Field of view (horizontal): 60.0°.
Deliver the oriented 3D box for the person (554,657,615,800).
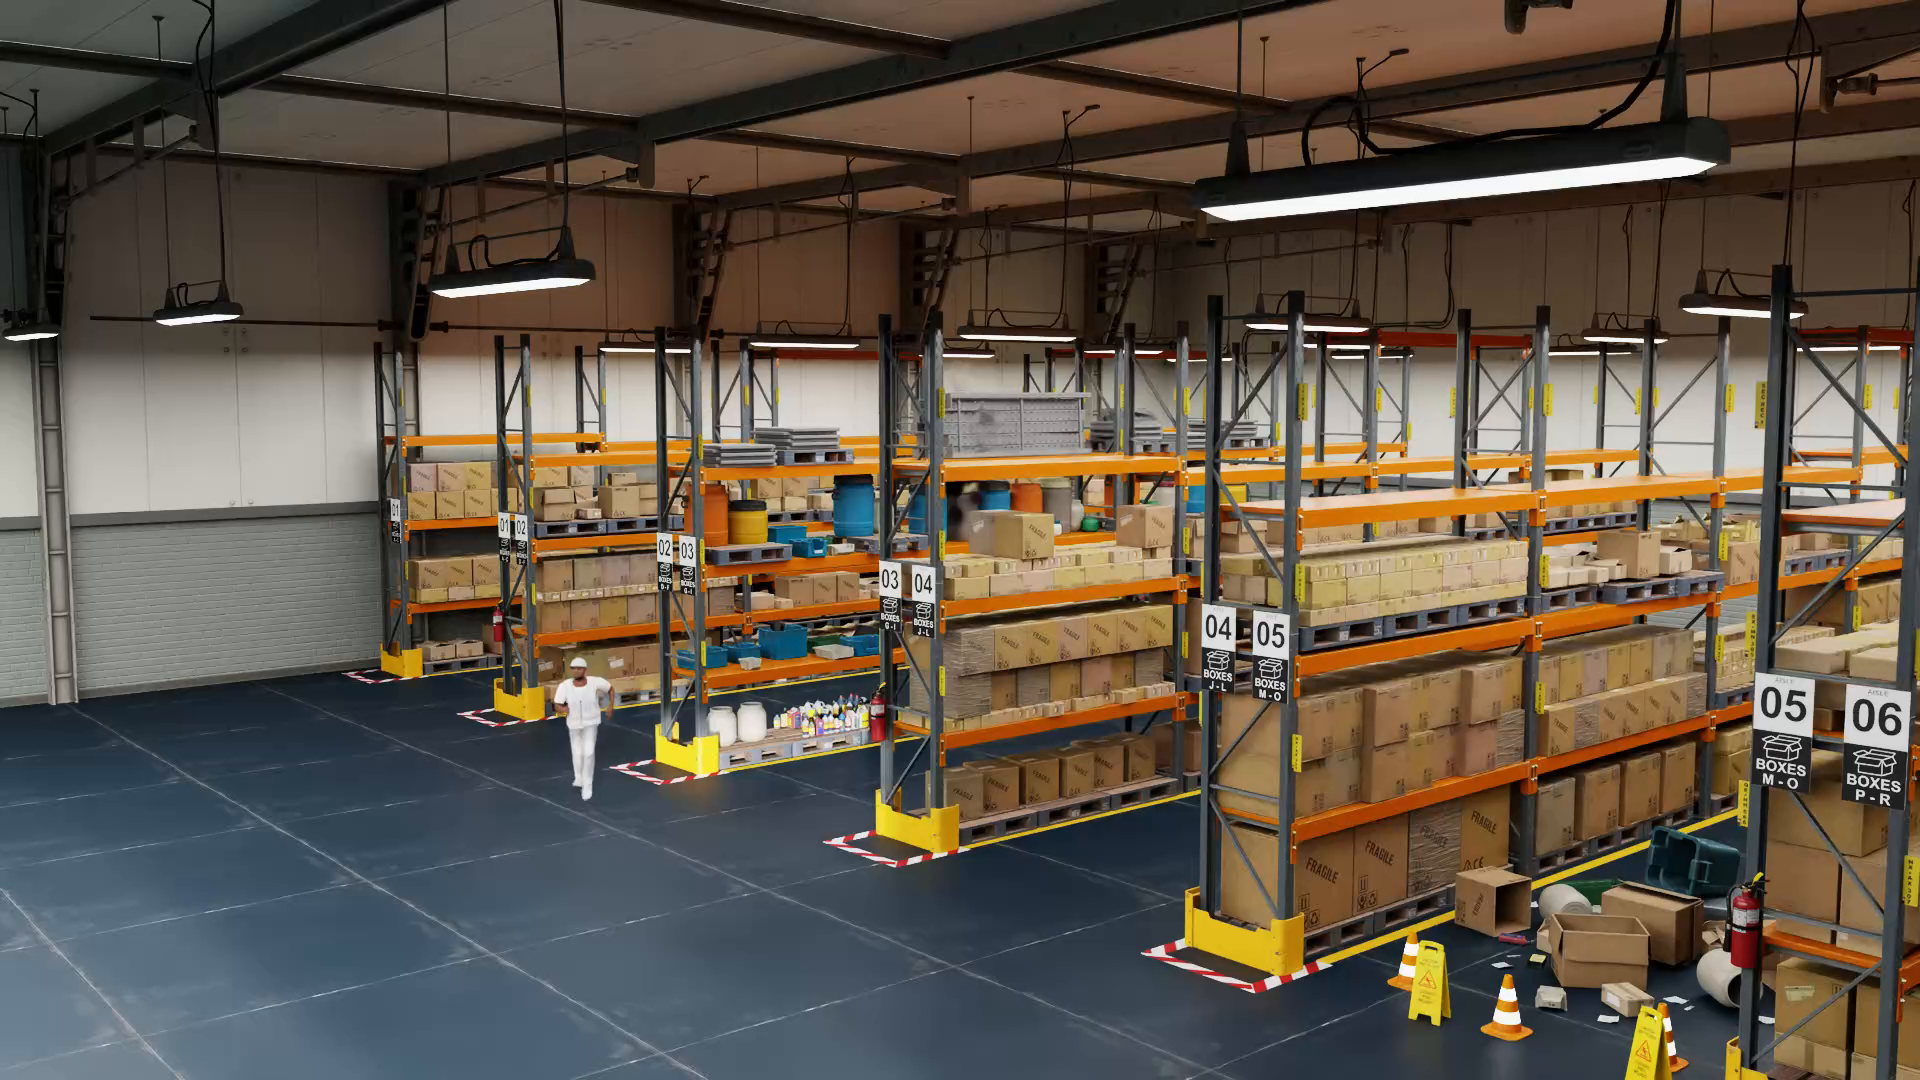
[{"bbox_3d":[-4.769,2.369,21.104,0.714,1.795,0.886,0,5,-2],"label":"person"}]
